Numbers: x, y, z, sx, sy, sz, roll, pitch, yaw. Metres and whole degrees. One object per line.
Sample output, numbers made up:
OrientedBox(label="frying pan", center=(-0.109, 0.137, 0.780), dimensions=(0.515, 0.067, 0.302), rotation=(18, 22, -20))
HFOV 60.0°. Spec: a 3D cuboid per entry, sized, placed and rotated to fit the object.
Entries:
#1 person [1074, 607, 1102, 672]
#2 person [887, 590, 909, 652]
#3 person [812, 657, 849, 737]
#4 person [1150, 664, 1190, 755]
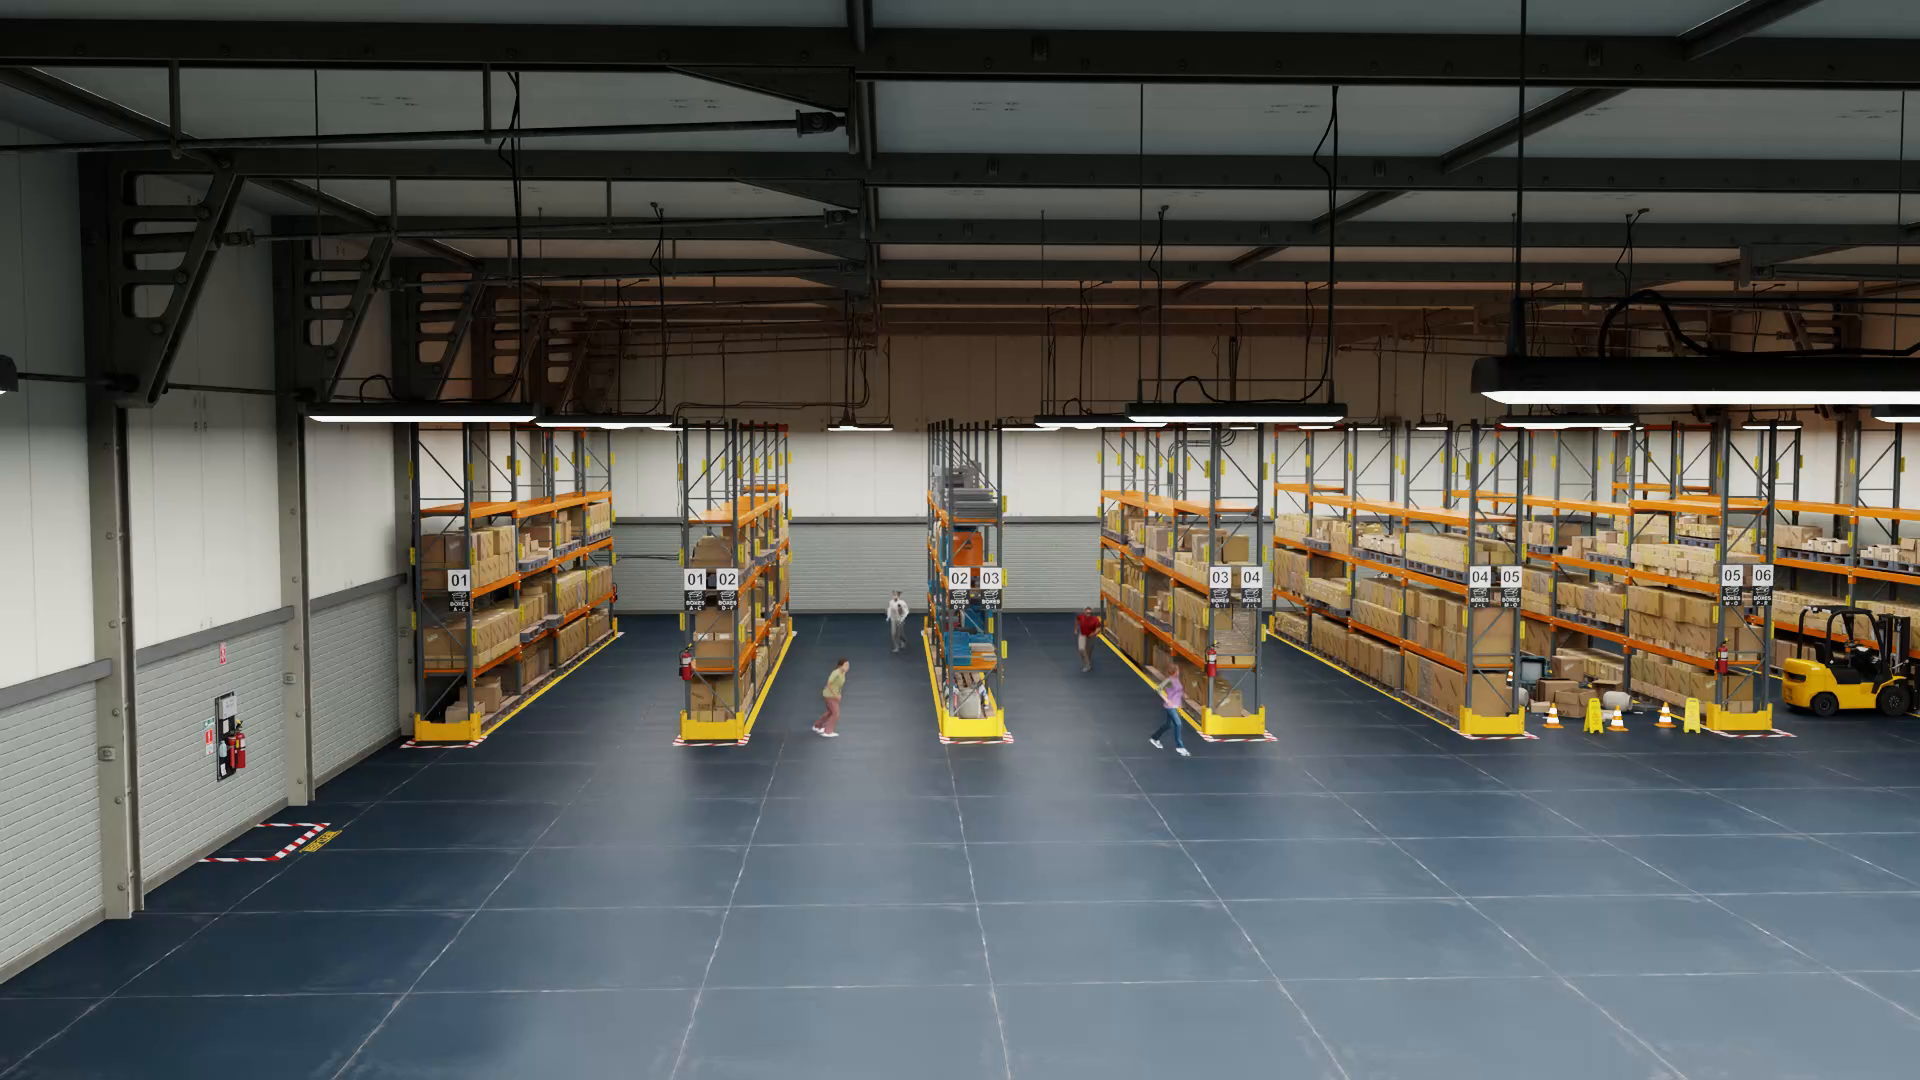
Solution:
OrientedBox(label="person", center=(3.093, 2.360, 40.123), dimensions=(0.674, 1.572, 1.093), rotation=(0, 4, 7))
OrientedBox(label="person", center=(-1.608, 2.112, 43.739), dimensions=(0.626, 1.632, 0.644), rotation=(1, 4, 19))
OrientedBox(label="person", center=(-2.449, 2.953, 31.360), dimensions=(0.816, 1.528, 0.603), rotation=(1, 4, 14))
OrientedBox(label="person", center=(3.753, 3.005, 29.679), dimensions=(0.780, 1.617, 0.561), rotation=(2, 4, 26))
